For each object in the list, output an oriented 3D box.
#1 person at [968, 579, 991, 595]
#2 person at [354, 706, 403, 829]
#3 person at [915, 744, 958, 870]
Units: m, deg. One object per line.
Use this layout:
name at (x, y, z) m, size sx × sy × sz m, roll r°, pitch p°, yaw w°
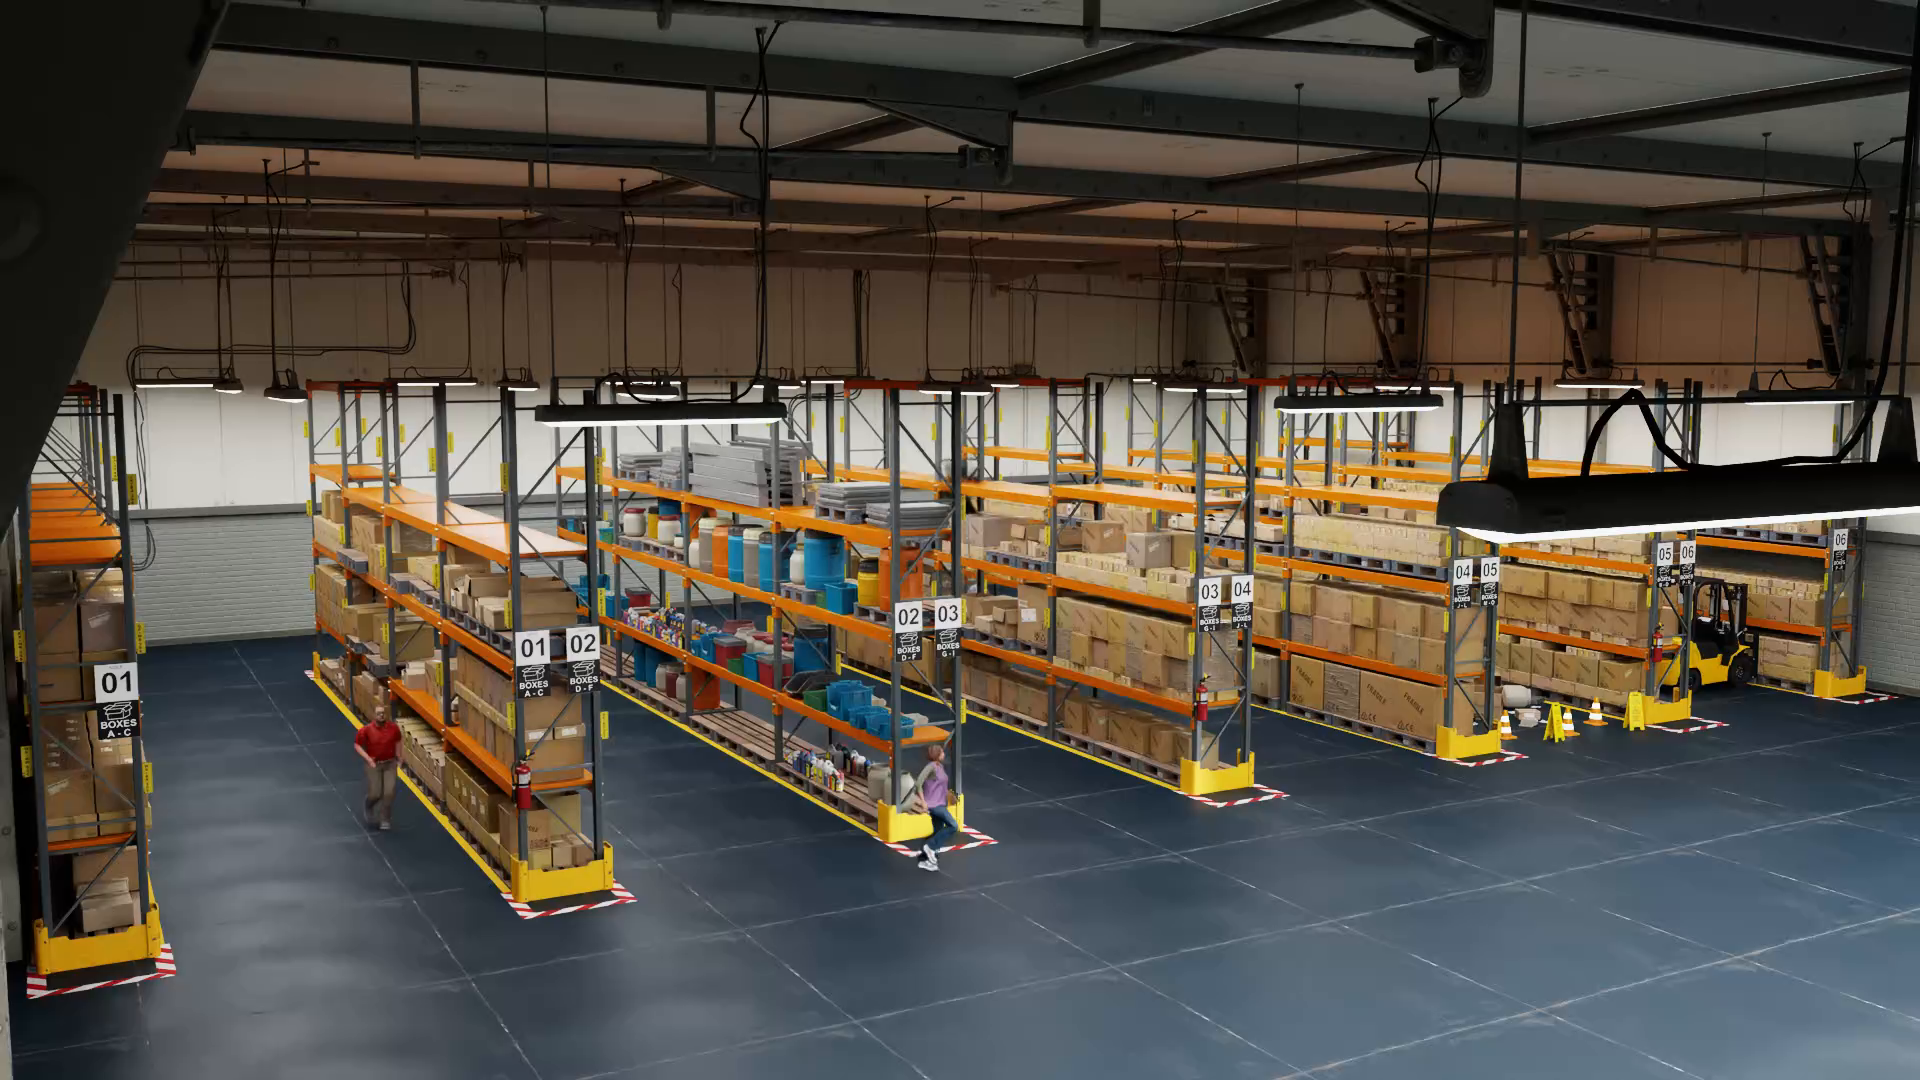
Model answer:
person at (0.434, 1.567, 37.329) m, size 0.615 × 1.644 × 0.897 m, roll -3°, pitch 7°, yaw -25°
person at (-7.909, 3.083, 22.696) m, size 0.649 × 1.680 × 0.595 m, roll -4°, pitch 7°, yaw -36°
person at (-0.262, 3.346, 20.910) m, size 0.530 × 1.525 × 0.552 m, roll 1°, pitch 6°, yaw 12°
